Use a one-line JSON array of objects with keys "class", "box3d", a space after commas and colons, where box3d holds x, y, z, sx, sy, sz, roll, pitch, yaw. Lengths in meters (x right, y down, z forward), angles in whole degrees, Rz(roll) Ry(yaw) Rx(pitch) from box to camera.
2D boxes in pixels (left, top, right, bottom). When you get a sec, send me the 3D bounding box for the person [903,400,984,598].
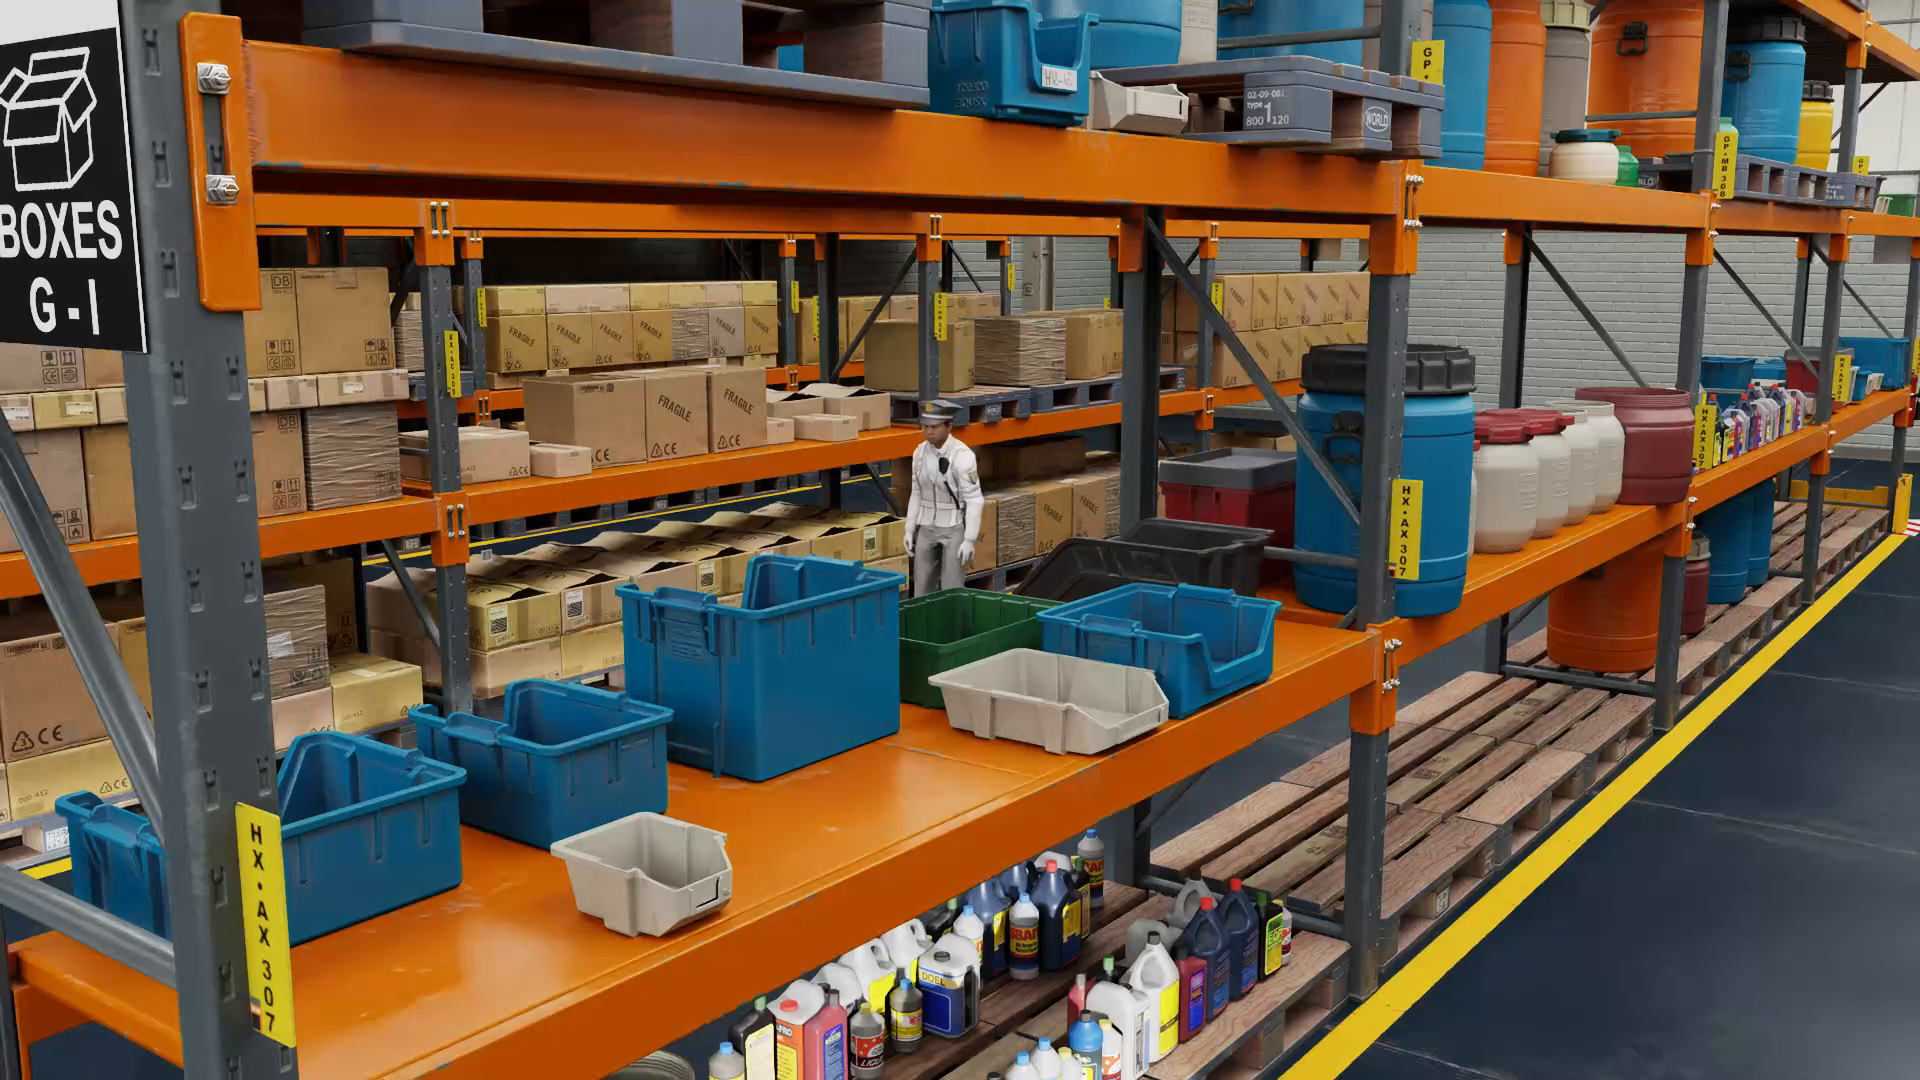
[{"class": "person", "box3d": [-0.112, -0.012, 9.954, 0.529, 1.664, 0.403, 7, 12, 36]}]
